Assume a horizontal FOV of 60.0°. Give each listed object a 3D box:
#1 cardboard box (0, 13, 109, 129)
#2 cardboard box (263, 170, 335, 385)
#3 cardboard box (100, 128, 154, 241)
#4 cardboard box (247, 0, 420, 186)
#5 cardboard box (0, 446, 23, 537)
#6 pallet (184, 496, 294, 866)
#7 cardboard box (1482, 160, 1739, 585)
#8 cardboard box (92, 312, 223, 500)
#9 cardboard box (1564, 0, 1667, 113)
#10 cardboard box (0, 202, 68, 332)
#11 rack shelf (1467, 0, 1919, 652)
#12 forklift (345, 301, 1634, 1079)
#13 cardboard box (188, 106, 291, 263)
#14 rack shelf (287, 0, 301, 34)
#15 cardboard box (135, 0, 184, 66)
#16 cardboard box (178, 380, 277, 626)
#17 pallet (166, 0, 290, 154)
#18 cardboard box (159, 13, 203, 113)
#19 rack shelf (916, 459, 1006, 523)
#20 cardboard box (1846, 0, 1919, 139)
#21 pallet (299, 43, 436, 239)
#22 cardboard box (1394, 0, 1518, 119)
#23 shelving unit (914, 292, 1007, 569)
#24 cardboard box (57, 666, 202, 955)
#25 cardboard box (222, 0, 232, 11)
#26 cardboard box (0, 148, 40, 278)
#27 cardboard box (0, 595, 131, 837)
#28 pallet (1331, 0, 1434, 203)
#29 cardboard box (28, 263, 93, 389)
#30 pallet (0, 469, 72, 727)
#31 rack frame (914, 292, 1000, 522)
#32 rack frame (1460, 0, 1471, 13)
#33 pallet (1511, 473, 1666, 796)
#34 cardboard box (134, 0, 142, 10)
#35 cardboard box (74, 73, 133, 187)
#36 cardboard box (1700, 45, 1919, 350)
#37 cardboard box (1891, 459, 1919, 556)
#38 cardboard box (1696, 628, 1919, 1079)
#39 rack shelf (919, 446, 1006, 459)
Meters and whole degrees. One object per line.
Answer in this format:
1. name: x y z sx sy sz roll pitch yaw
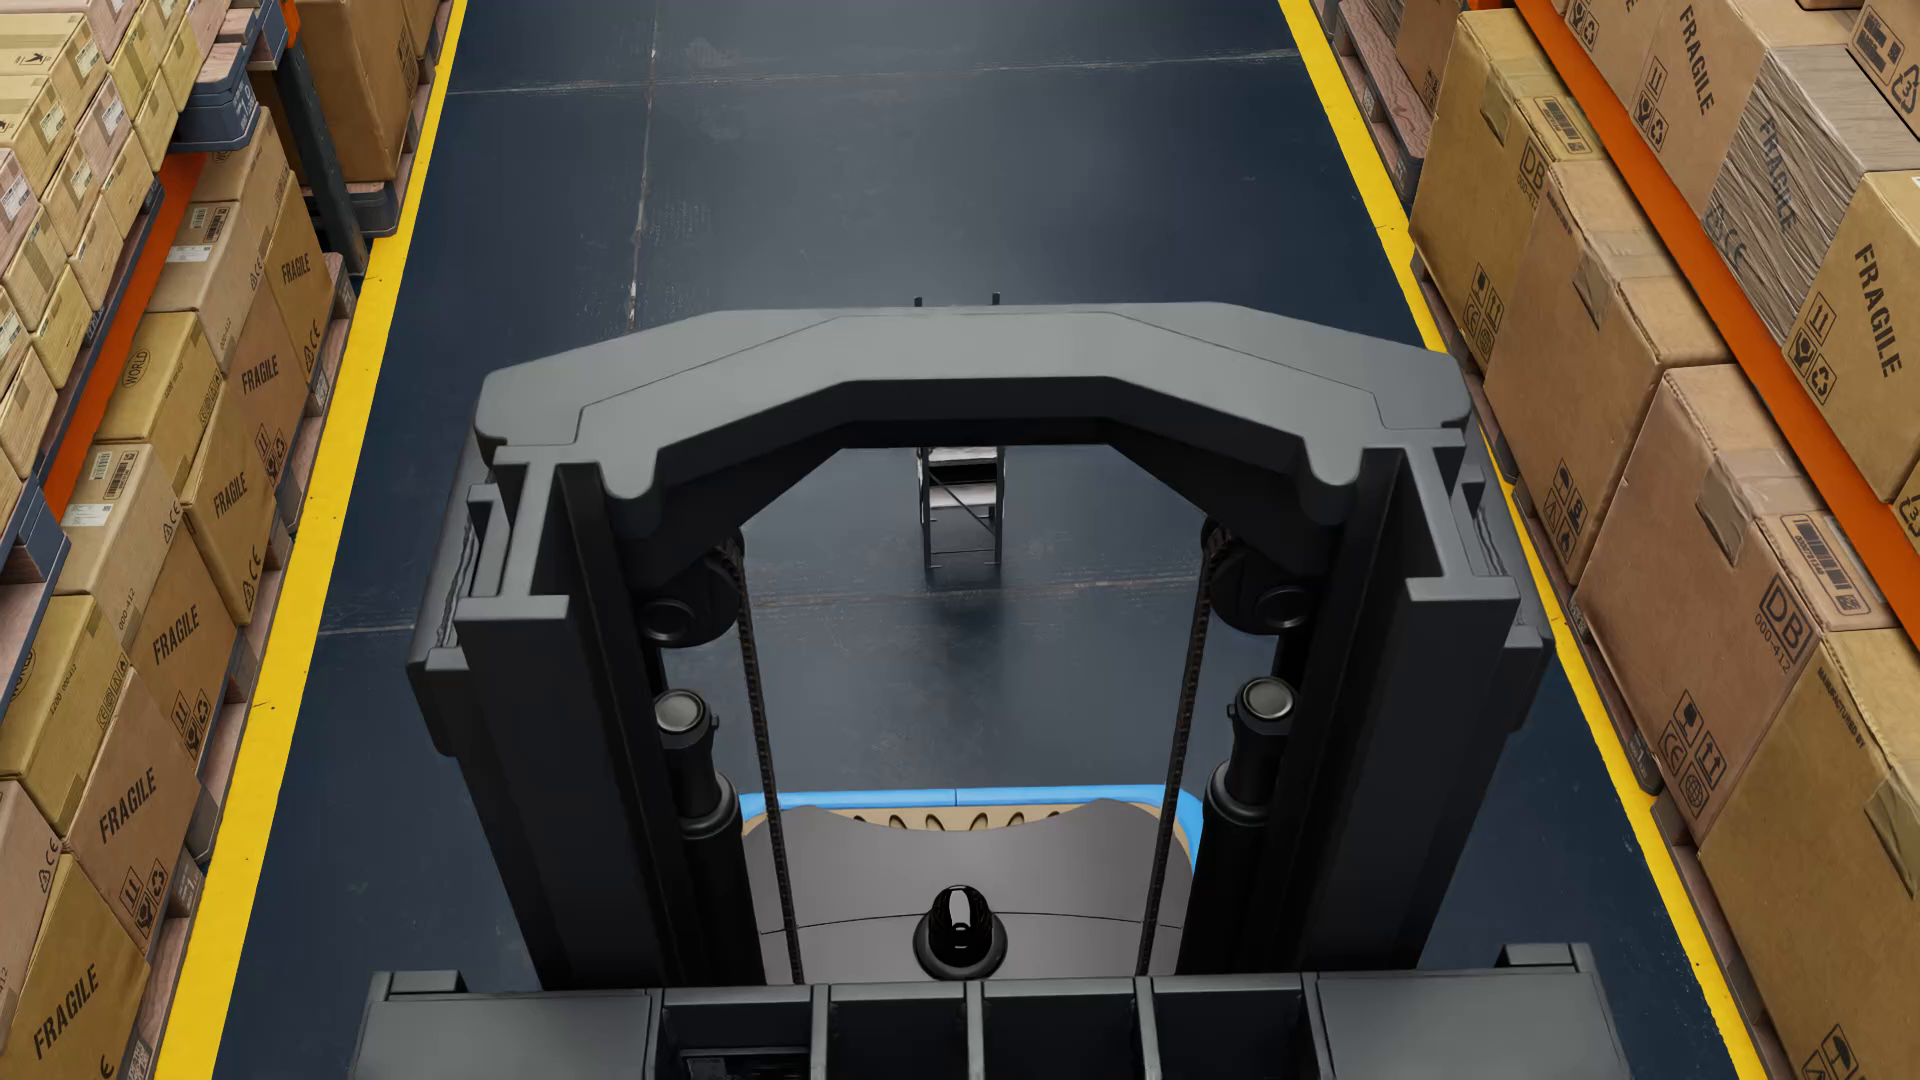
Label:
1. cardboard box: -2.108 -1.017 3.621 0.380 0.149 0.250 -1 47 -1
2. cardboard box: -2.397 -0.841 5.413 0.500 0.500 0.500 -4 47 -3
3. cardboard box: -2.111 -0.818 3.842 0.380 0.149 0.250 -2 47 -2
4. cardboard box: -2.673 -1.834 6.181 1.050 0.750 0.750 -4 47 -4
5. cardboard box: -2.018 -0.057 3.122 0.380 0.149 0.250 -3 47 -3
6. pallet: -2.549 0.388 4.737 1.003 0.211 1.213 -3 47 -3
7. cardboard box: 2.343 -0.513 4.844 1.225 0.875 0.875 -3 47 -3
8. cardboard box: -2.314 -0.347 4.429 0.500 0.250 0.500 -2 47 -2
9. cardboard box: 2.054 -1.538 4.572 0.500 0.500 0.500 -5 47 -4
10. cardboard box: -2.067 -0.545 3.379 0.380 0.149 0.250 -4 47 -4
11. rack shelf: 2.406 -0.551 4.201 1.077 0.370 4.000 -3 47 -3
12. forklift: 0.030 1.297 2.003 1.130 2.935 3.031 -1 47 -1
13. cardboard box: -2.394 -1.081 5.123 0.500 0.250 0.500 -4 47 -4
14. rack shelf: -2.880 -3.216 6.726 1.077 0.370 4.000 -3 47 -3
15. cardboard box: -2.148 -1.283 4.078 0.380 0.149 0.250 -3 47 -3
16. cardboard box: -2.296 -0.084 4.696 0.500 0.500 0.500 -5 47 -5
17. pallet: -2.546 -1.442 4.682 1.213 0.211 1.003 -3 47 -3
18. cardboard box: -2.155 -1.199 4.204 0.380 0.149 0.250 -4 47 -4
19. rack shelf: 0.001 -0.157 5.073 0.258 0.077 0.200 -3 47 -3
20. cardboard box: 2.398 -1.138 3.502 0.797 0.503 0.637 -2 47 -2
21. pallet: -2.703 -1.633 6.651 1.003 0.211 1.213 -3 47 -3
22. cardboard box: 2.163 -2.020 6.516 0.700 0.500 0.500 -6 47 -5
23. shelving unit: 0.001 -0.304 4.918 0.258 0.900 0.210 -3 47 -3
24. cardboard box: -2.221 0.659 3.992 0.500 0.500 0.500 -2 47 -1
25. cardboard box: -2.194 -1.566 4.551 0.380 0.149 0.250 -4 47 -3
26. cardboard box: -2.061 -0.634 3.258 0.380 0.149 0.250 -2 47 -2
27. cardboard box: -2.223 0.399 3.722 0.500 0.250 0.500 -2 47 -2
28. pallet: 2.175 -1.852 6.858 1.003 0.211 1.213 -3 47 -3
29. cardboard box: -2.067 -0.438 3.483 0.380 0.149 0.250 -4 47 -4
30. pallet: -2.296 0.381 2.955 1.003 0.211 1.213 -3 47 -3
31. rack frame: -0.008 -0.377 4.987 0.240 0.900 0.006 -3 47 -3
32. rack frame: 2.239 -2.245 5.310 1.000 3.000 0.127 -3 47 -3
33. pallet: 2.329 0.169 4.944 1.003 0.211 1.213 -3 47 -3
34. cardboard box: -2.148 -1.388 3.973 0.380 0.149 0.250 -2 47 -2
35. cardboard box: -2.107 -0.914 3.729 0.380 0.149 0.250 -2 47 -2
36. cardboard box: 2.140 -0.806 3.879 0.500 0.500 0.500 -3 47 -3
37. cardboard box: 2.228 -0.066 3.177 0.500 0.500 0.500 -2 47 -2
38. cardboard box: 2.500 0.773 3.626 1.225 0.875 0.875 -3 47 -3
39. rack shelf: 0.001 -0.343 4.877 0.258 0.077 0.200 -3 47 -3
